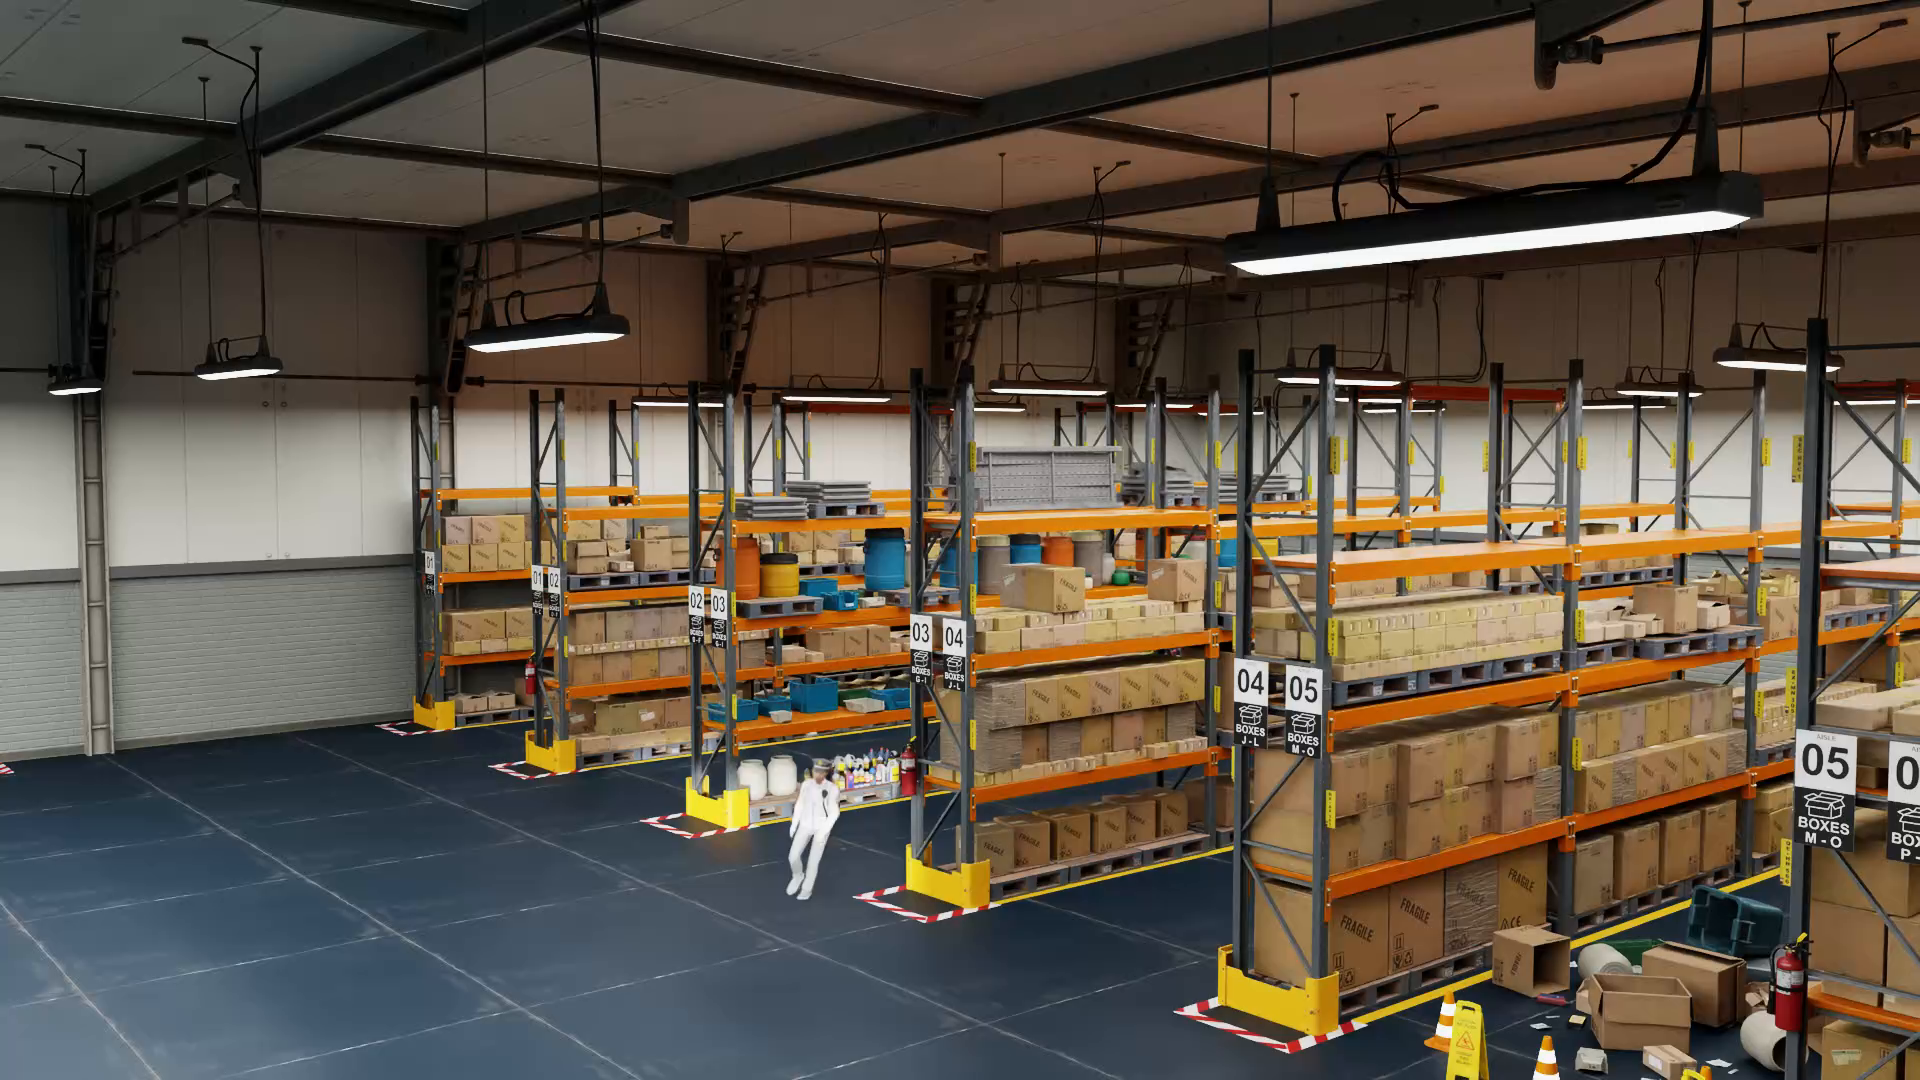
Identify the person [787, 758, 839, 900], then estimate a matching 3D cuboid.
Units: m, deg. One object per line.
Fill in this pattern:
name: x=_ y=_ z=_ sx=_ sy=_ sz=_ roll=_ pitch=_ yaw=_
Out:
person: x=-1.667 y=3.237 z=18.603 sx=0.654 sy=1.626 sz=0.558 roll=1 pitch=3 yaw=11
